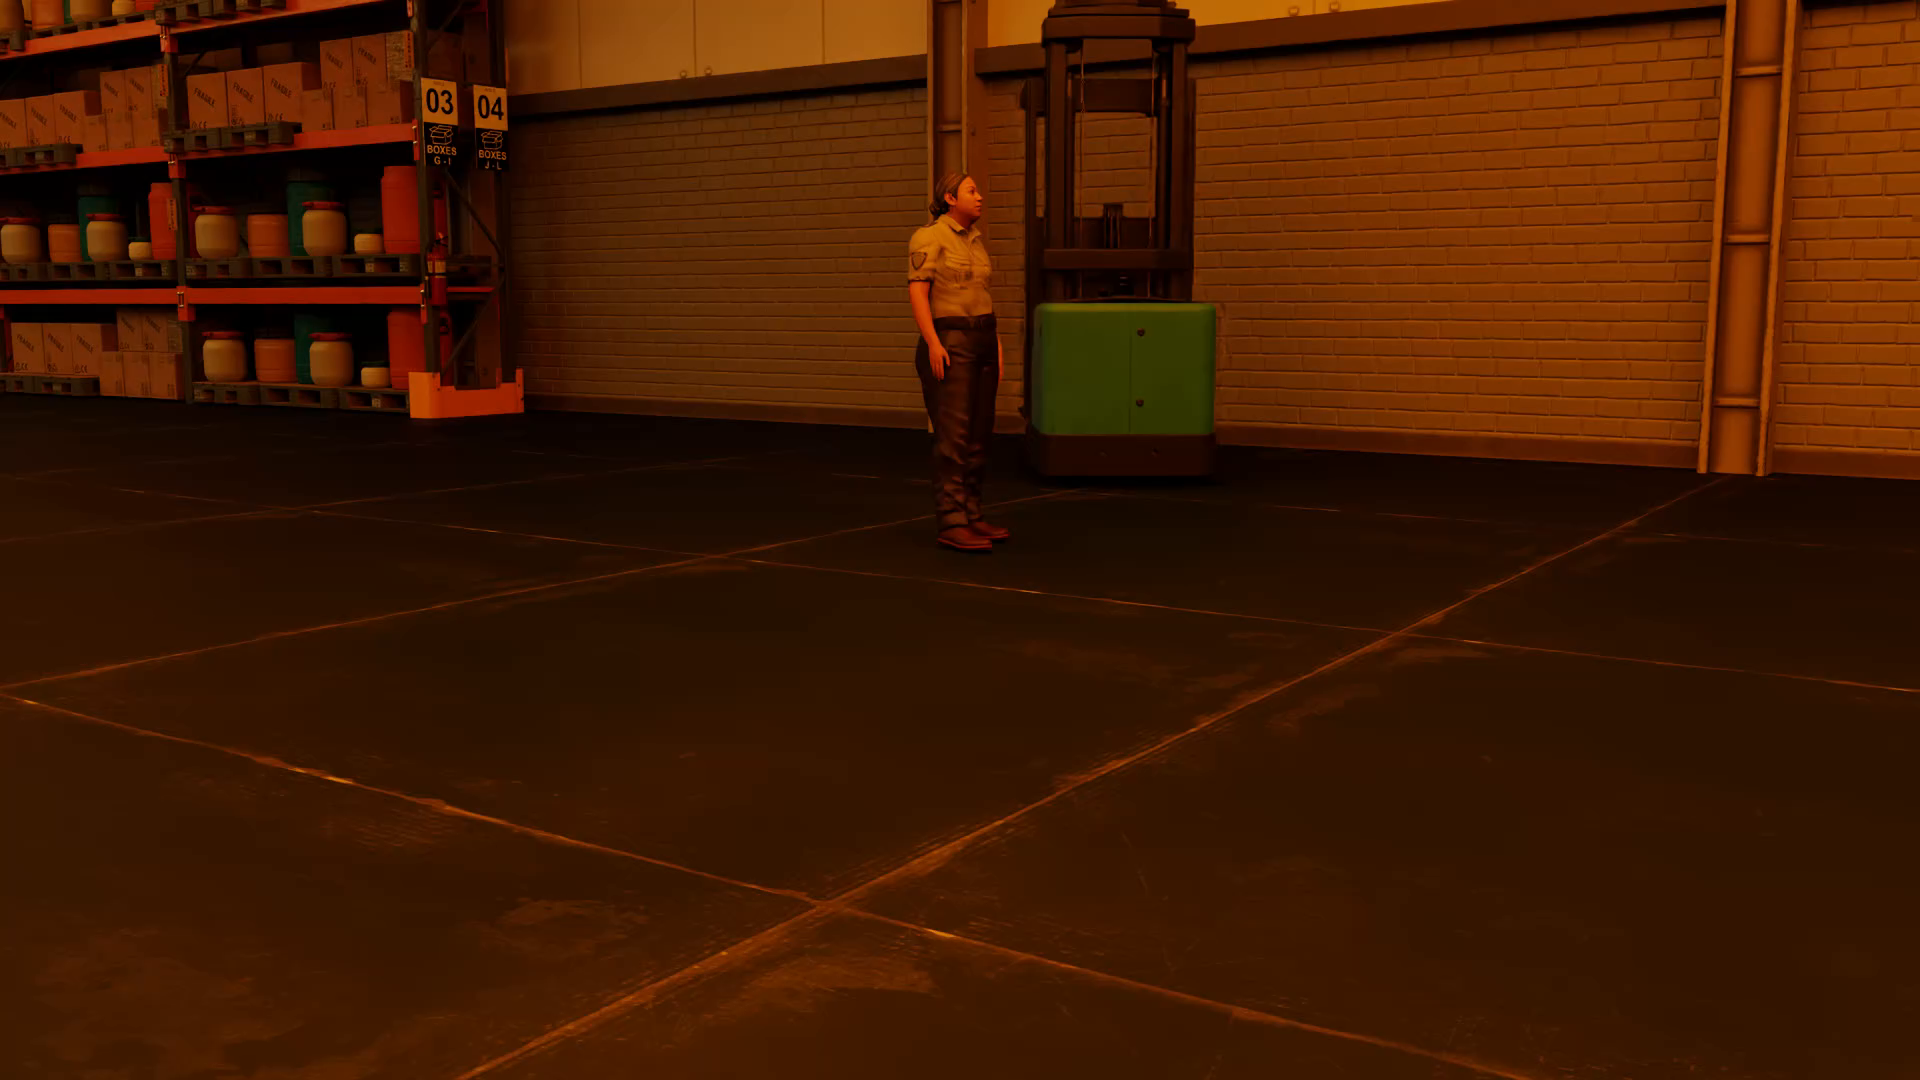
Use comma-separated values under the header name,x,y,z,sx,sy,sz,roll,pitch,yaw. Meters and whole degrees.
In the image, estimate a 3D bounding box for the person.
name,x,y,z,sx,sy,sz,roll,pitch,yaw
person,0.062,-0.809,7.418,0.502,1.643,0.598,5,10,34

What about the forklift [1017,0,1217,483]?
name,x,y,z,sx,sy,sz,roll,pitch,yaw
forklift,0.962,-1.968,11.034,1.130,2.935,3.031,0,8,-1
